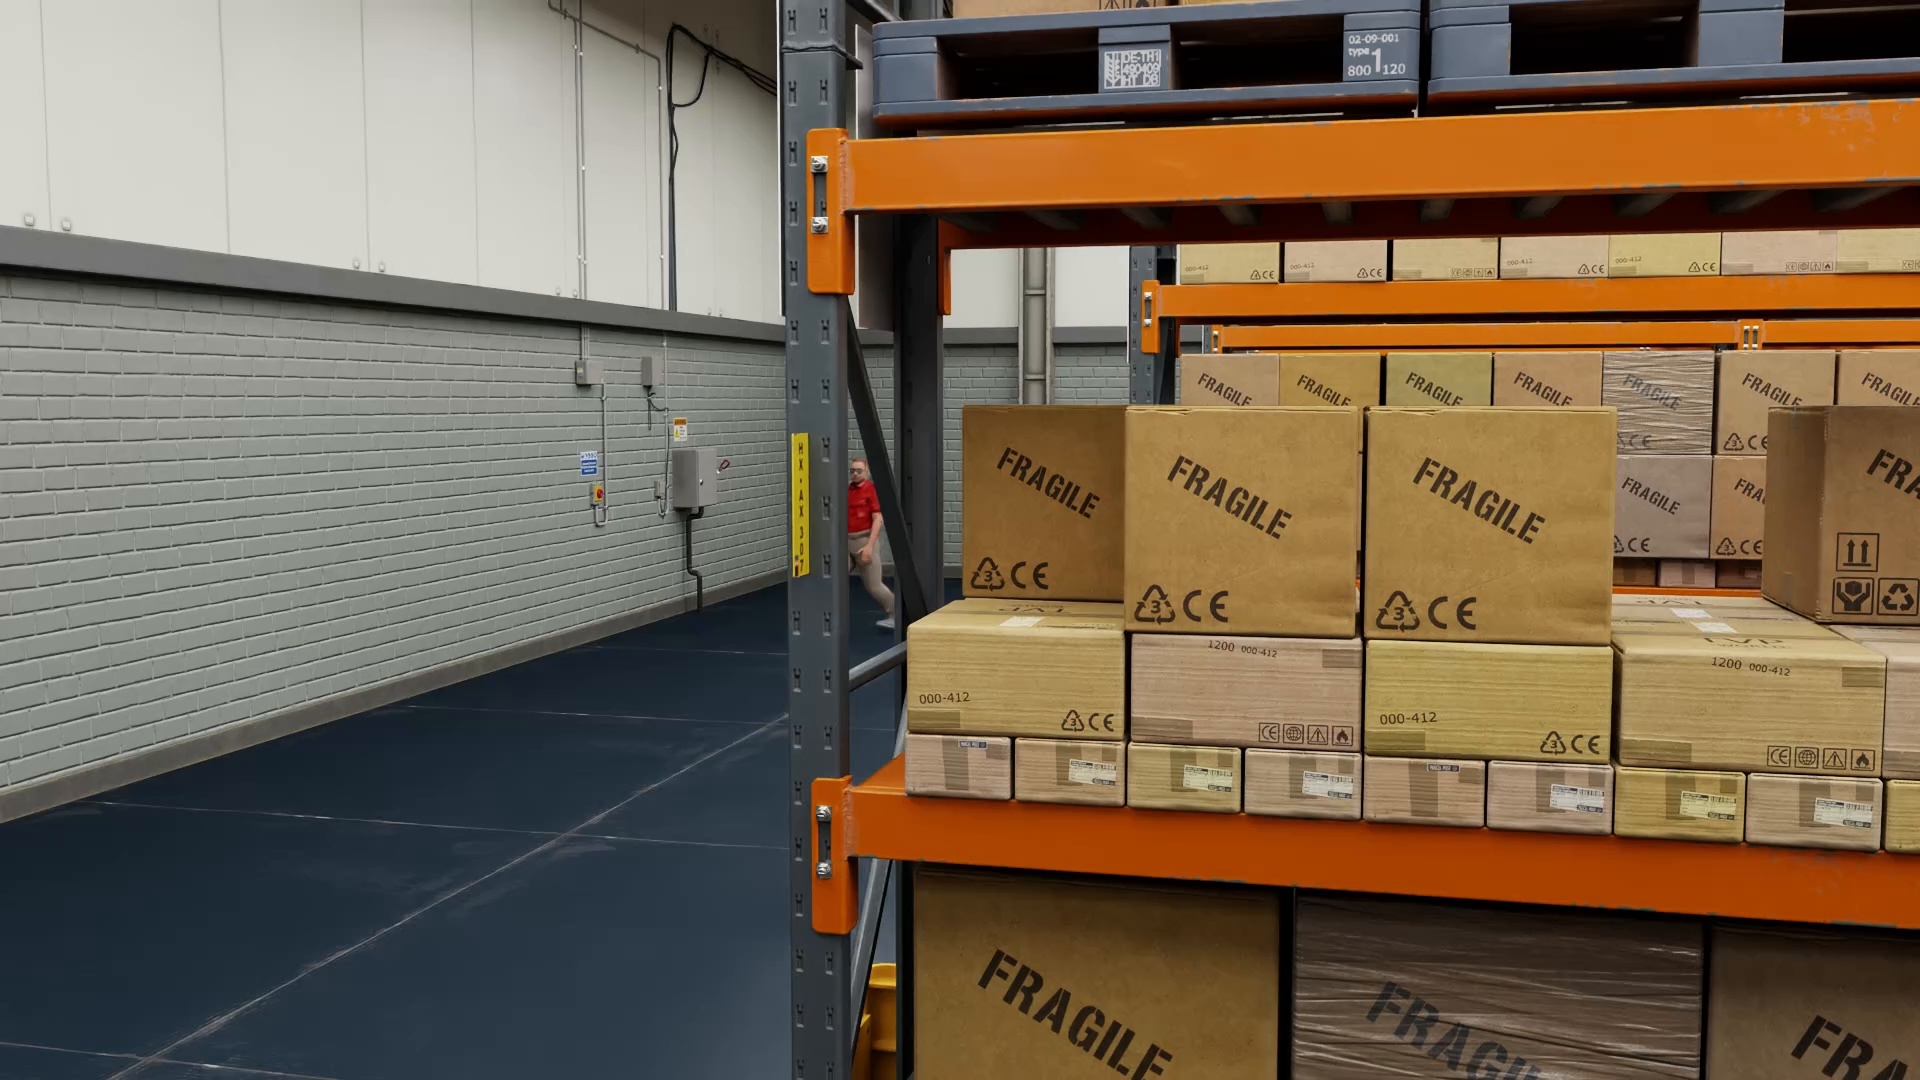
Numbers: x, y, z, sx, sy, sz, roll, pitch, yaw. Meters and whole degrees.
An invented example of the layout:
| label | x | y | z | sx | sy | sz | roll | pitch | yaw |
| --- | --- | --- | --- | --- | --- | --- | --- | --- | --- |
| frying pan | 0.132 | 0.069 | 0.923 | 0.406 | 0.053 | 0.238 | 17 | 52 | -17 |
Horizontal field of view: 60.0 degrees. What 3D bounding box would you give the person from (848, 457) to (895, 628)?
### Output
| label | x | y | z | sx | sy | sz | roll | pitch | yaw |
| --- | --- | --- | --- | --- | --- | --- | --- | --- | --- |
| person | -1.016 | 0.058 | 15.674 | 0.562 | 1.665 | 1.048 | 4 | 6 | 40 |
